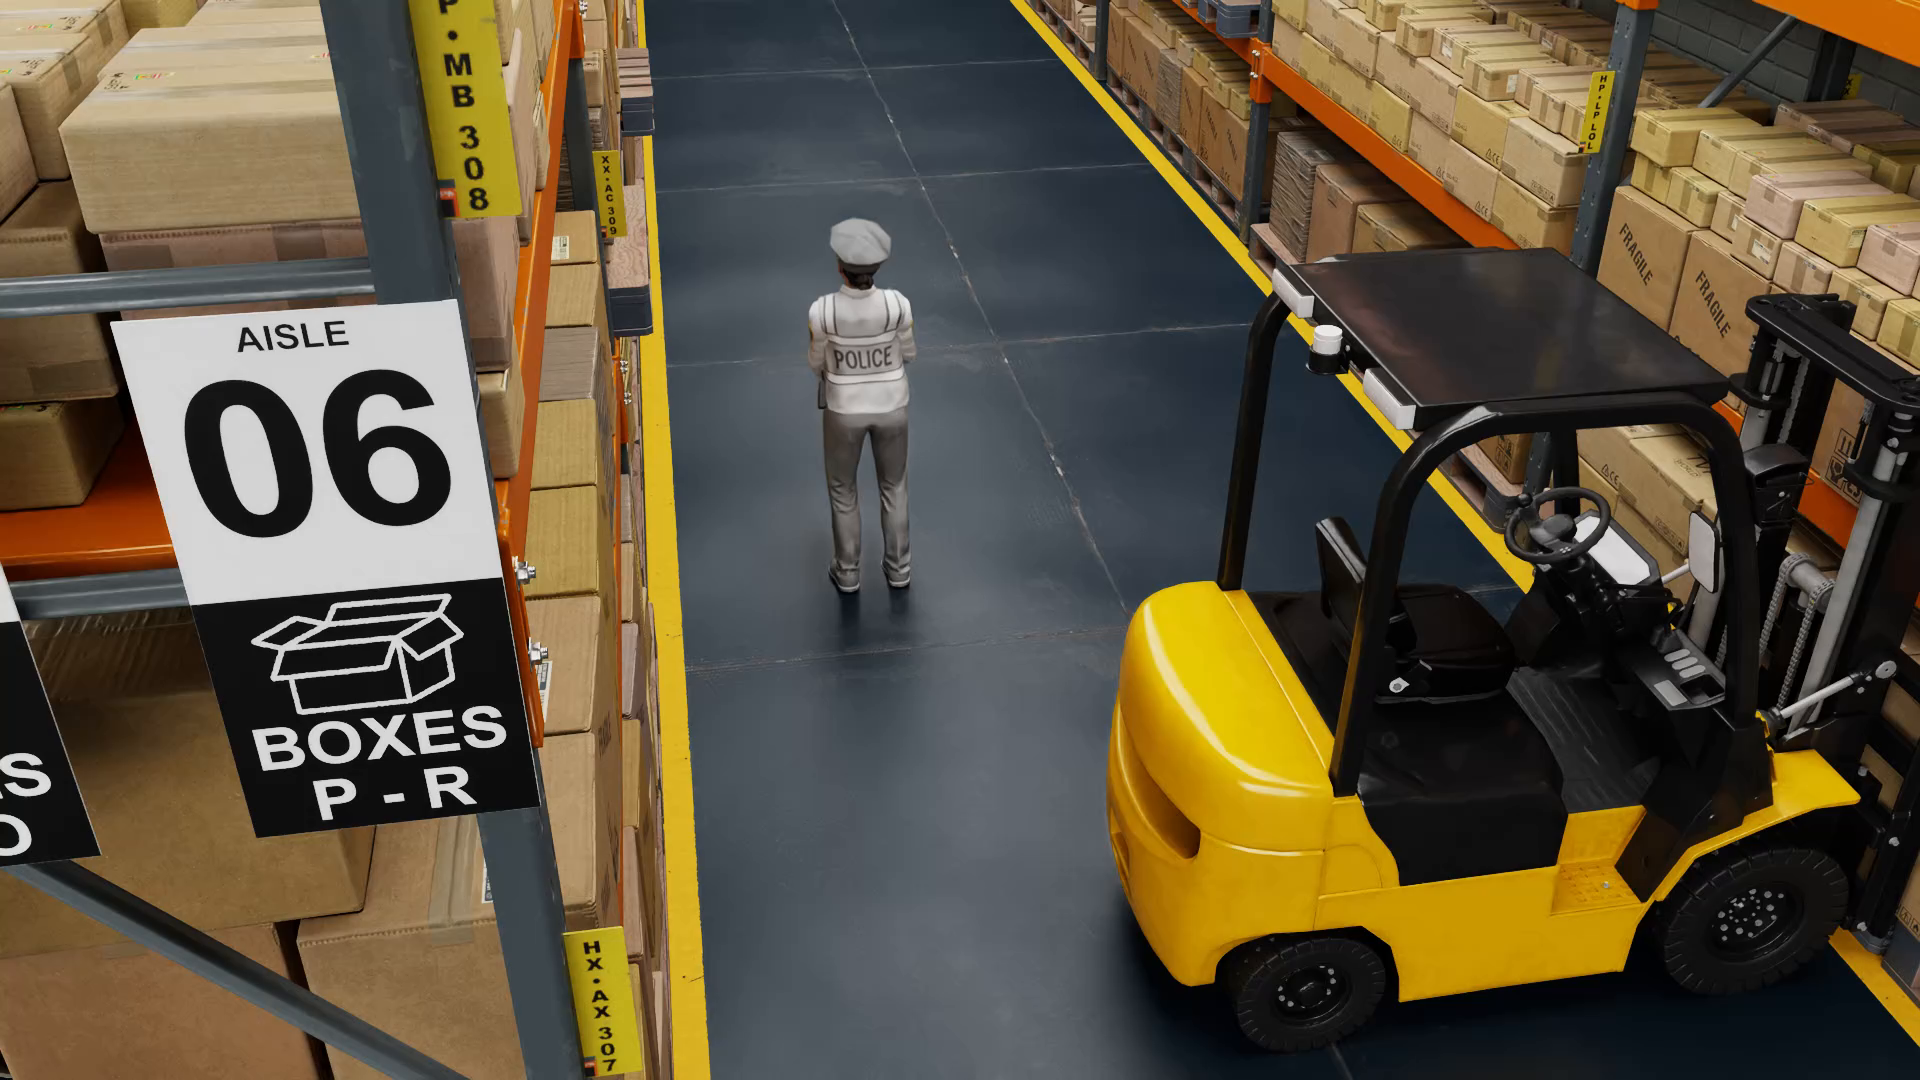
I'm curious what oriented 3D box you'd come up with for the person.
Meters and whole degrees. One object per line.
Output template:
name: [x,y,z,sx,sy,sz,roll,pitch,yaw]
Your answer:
person: [-0.414,-0.582,7.093,0.458,1.682,0.543,-5,31,-9]
